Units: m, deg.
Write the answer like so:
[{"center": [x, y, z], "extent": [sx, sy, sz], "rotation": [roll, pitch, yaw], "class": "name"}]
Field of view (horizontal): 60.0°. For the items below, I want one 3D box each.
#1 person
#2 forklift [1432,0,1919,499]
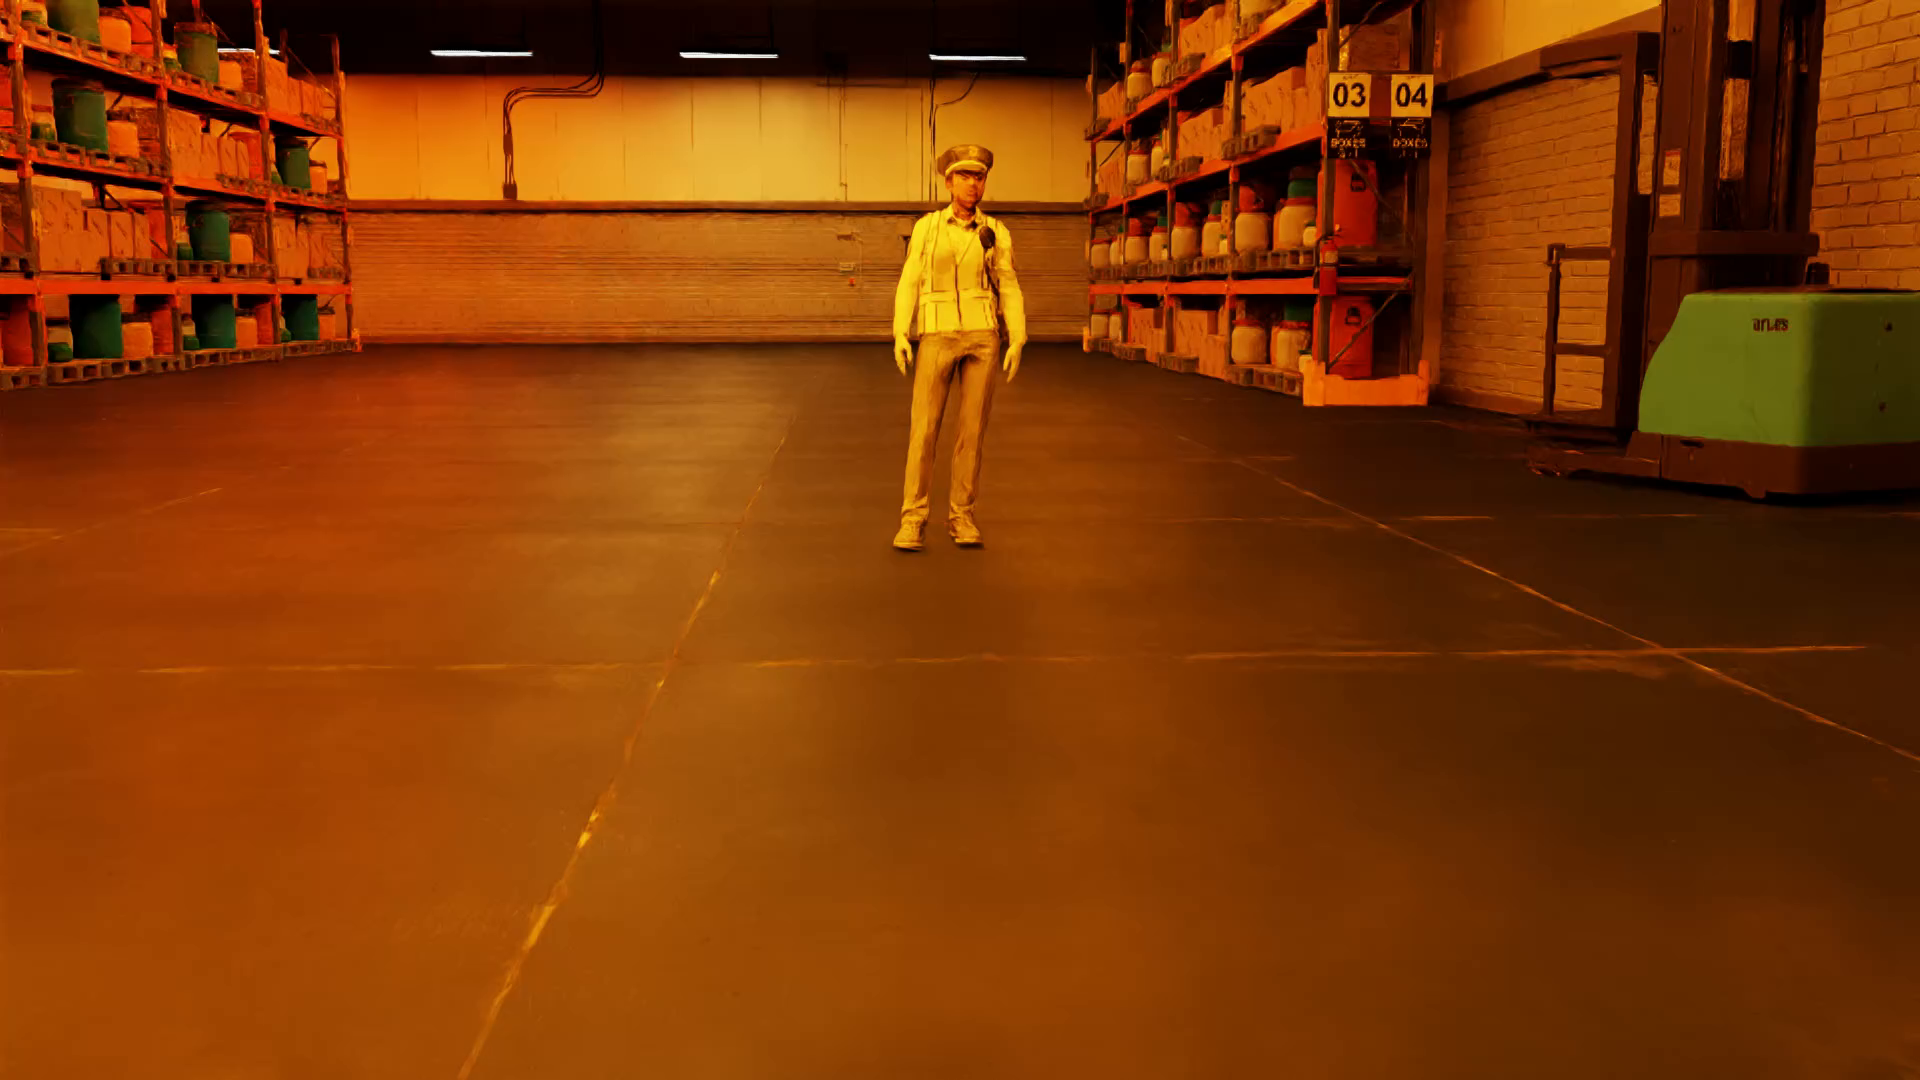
[{"center": [-0.003, -0.836, 7.117], "extent": [0.586, 1.695, 0.533], "rotation": [-1, 8, -4], "class": "person"}, {"center": [4.068, -1.839, 9.718], "extent": [1.130, 2.935, 3.031], "rotation": [-4, 9, -23], "class": "forklift"}]
